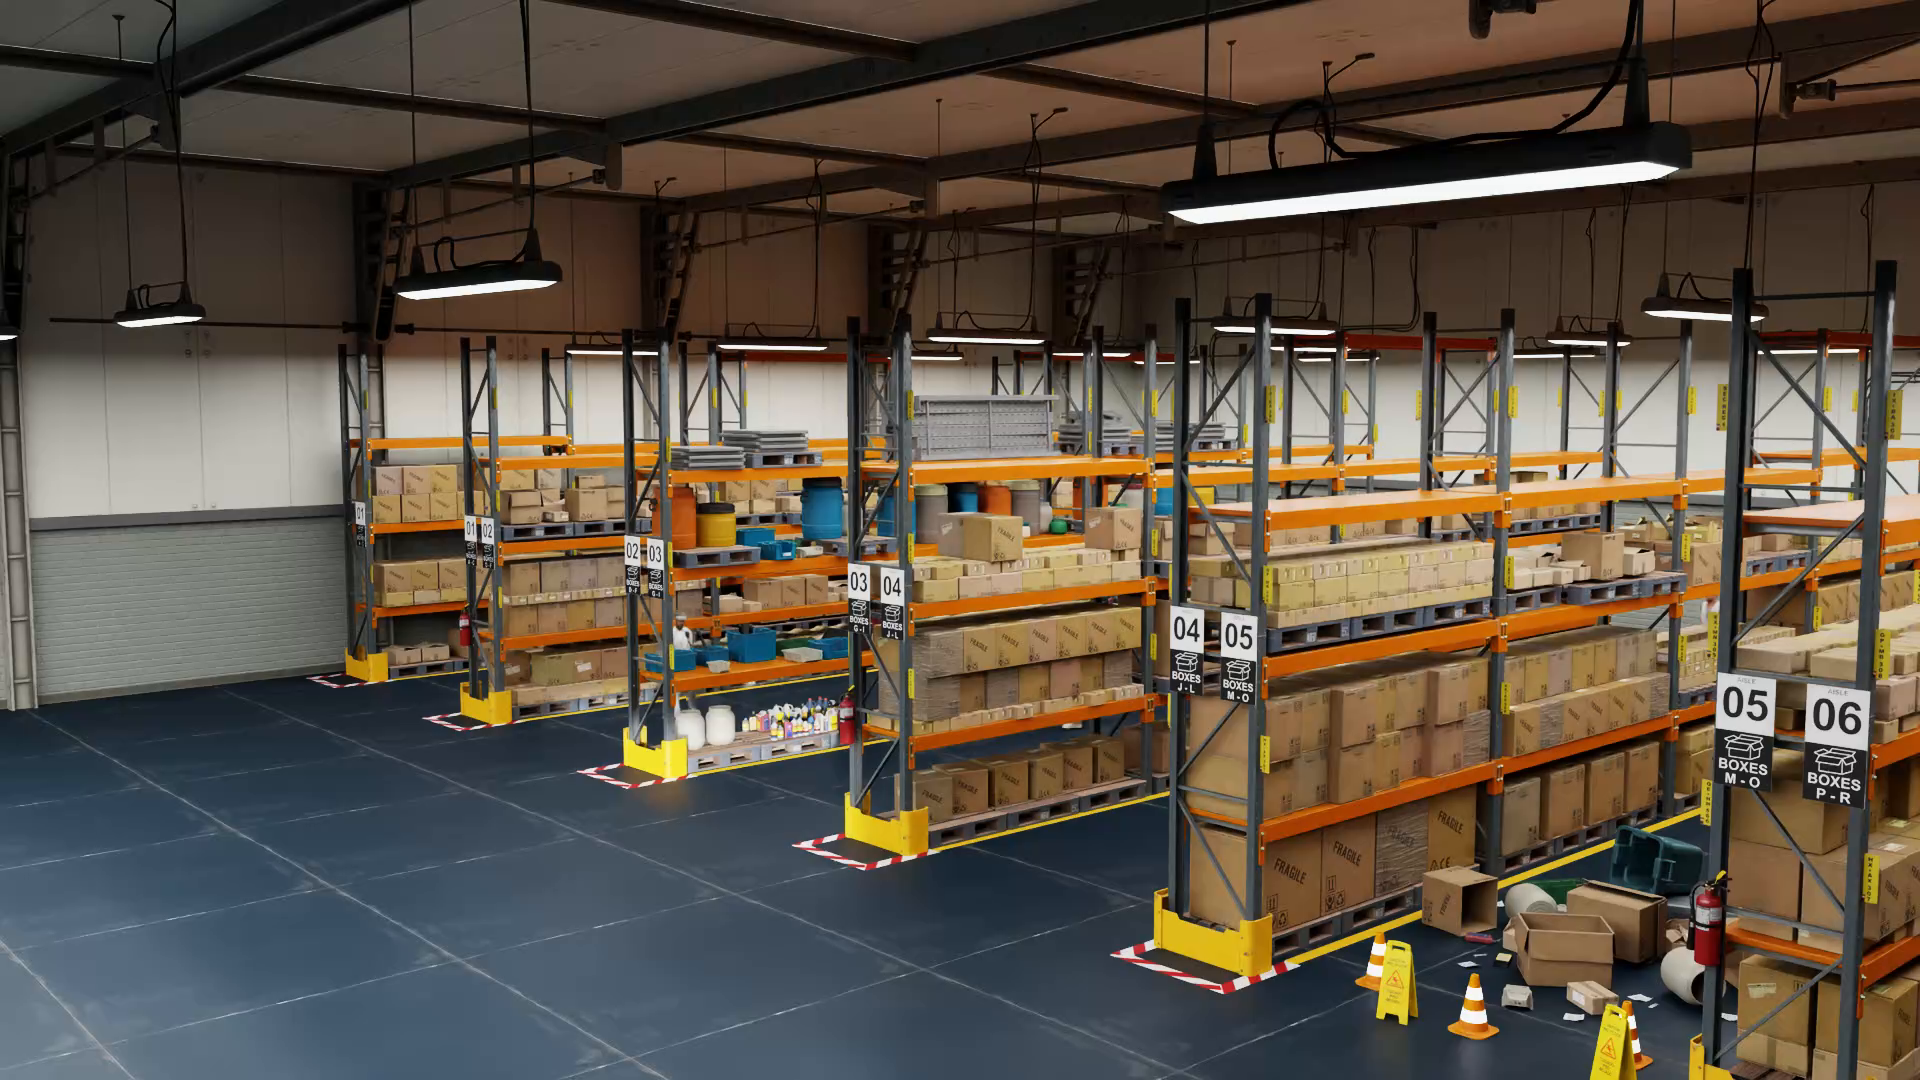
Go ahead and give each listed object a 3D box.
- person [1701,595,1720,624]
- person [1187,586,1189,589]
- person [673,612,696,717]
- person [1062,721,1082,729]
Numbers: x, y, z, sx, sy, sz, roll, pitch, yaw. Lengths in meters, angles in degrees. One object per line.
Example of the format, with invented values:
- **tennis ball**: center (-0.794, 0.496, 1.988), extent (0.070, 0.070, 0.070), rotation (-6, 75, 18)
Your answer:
- **person**: center (13.249, 1.706, 29.303), extent (0.877, 1.812, 0.584), rotation (-5, 7, -43)
- **person**: center (5.215, 0.679, 40.447), extent (1.080, 1.723, 0.628), rotation (-2, 5, -19)
- **person**: center (-4.468, 1.985, 26.435), extent (0.538, 1.724, 0.346), rotation (-2, 5, -21)
- **person**: center (1.768, 2.056, 25.543), extent (0.433, 1.669, 0.508), rotation (0, 5, 1)
